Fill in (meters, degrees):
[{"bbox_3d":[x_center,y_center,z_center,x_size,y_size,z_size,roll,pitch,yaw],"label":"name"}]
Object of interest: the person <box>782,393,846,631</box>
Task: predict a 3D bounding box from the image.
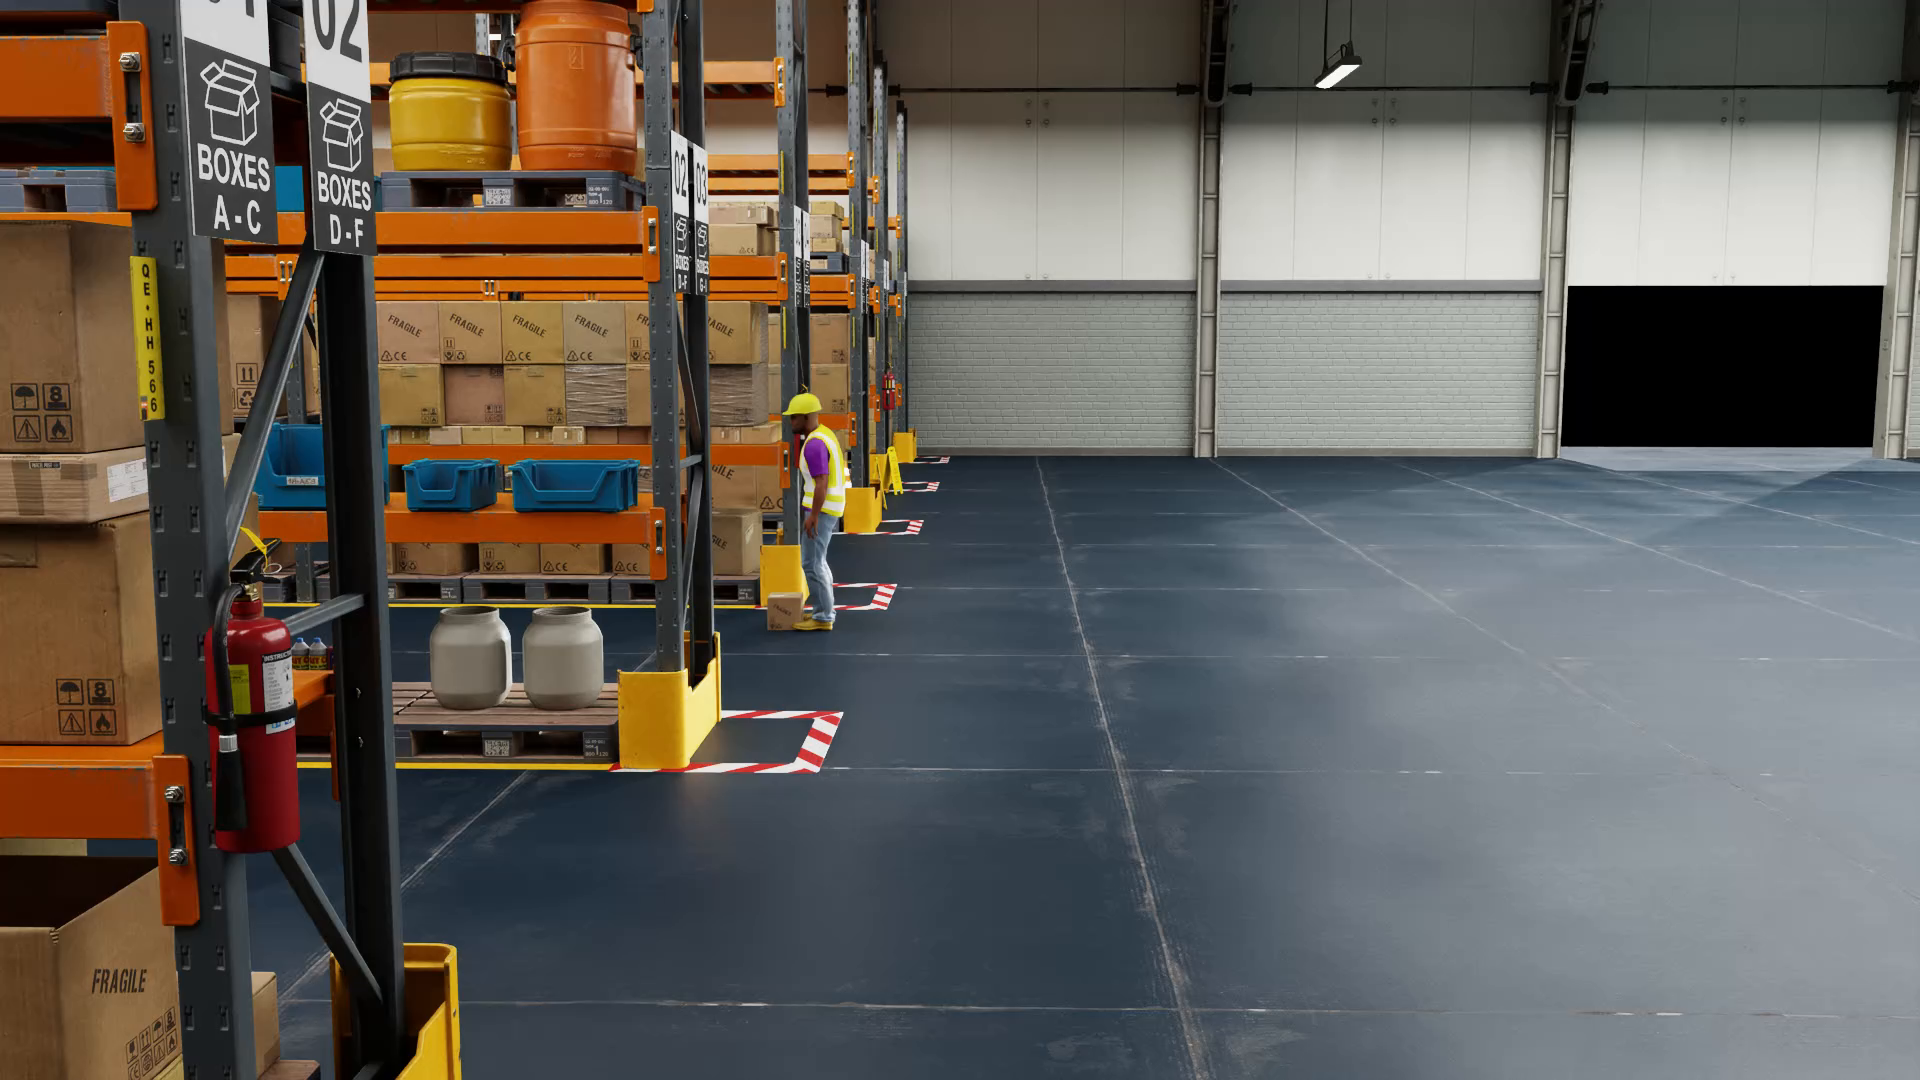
[{"bbox_3d":[-1.083,-0.213,12.396,0.463,1.759,0.626,0,7,-1],"label":"person"}]
